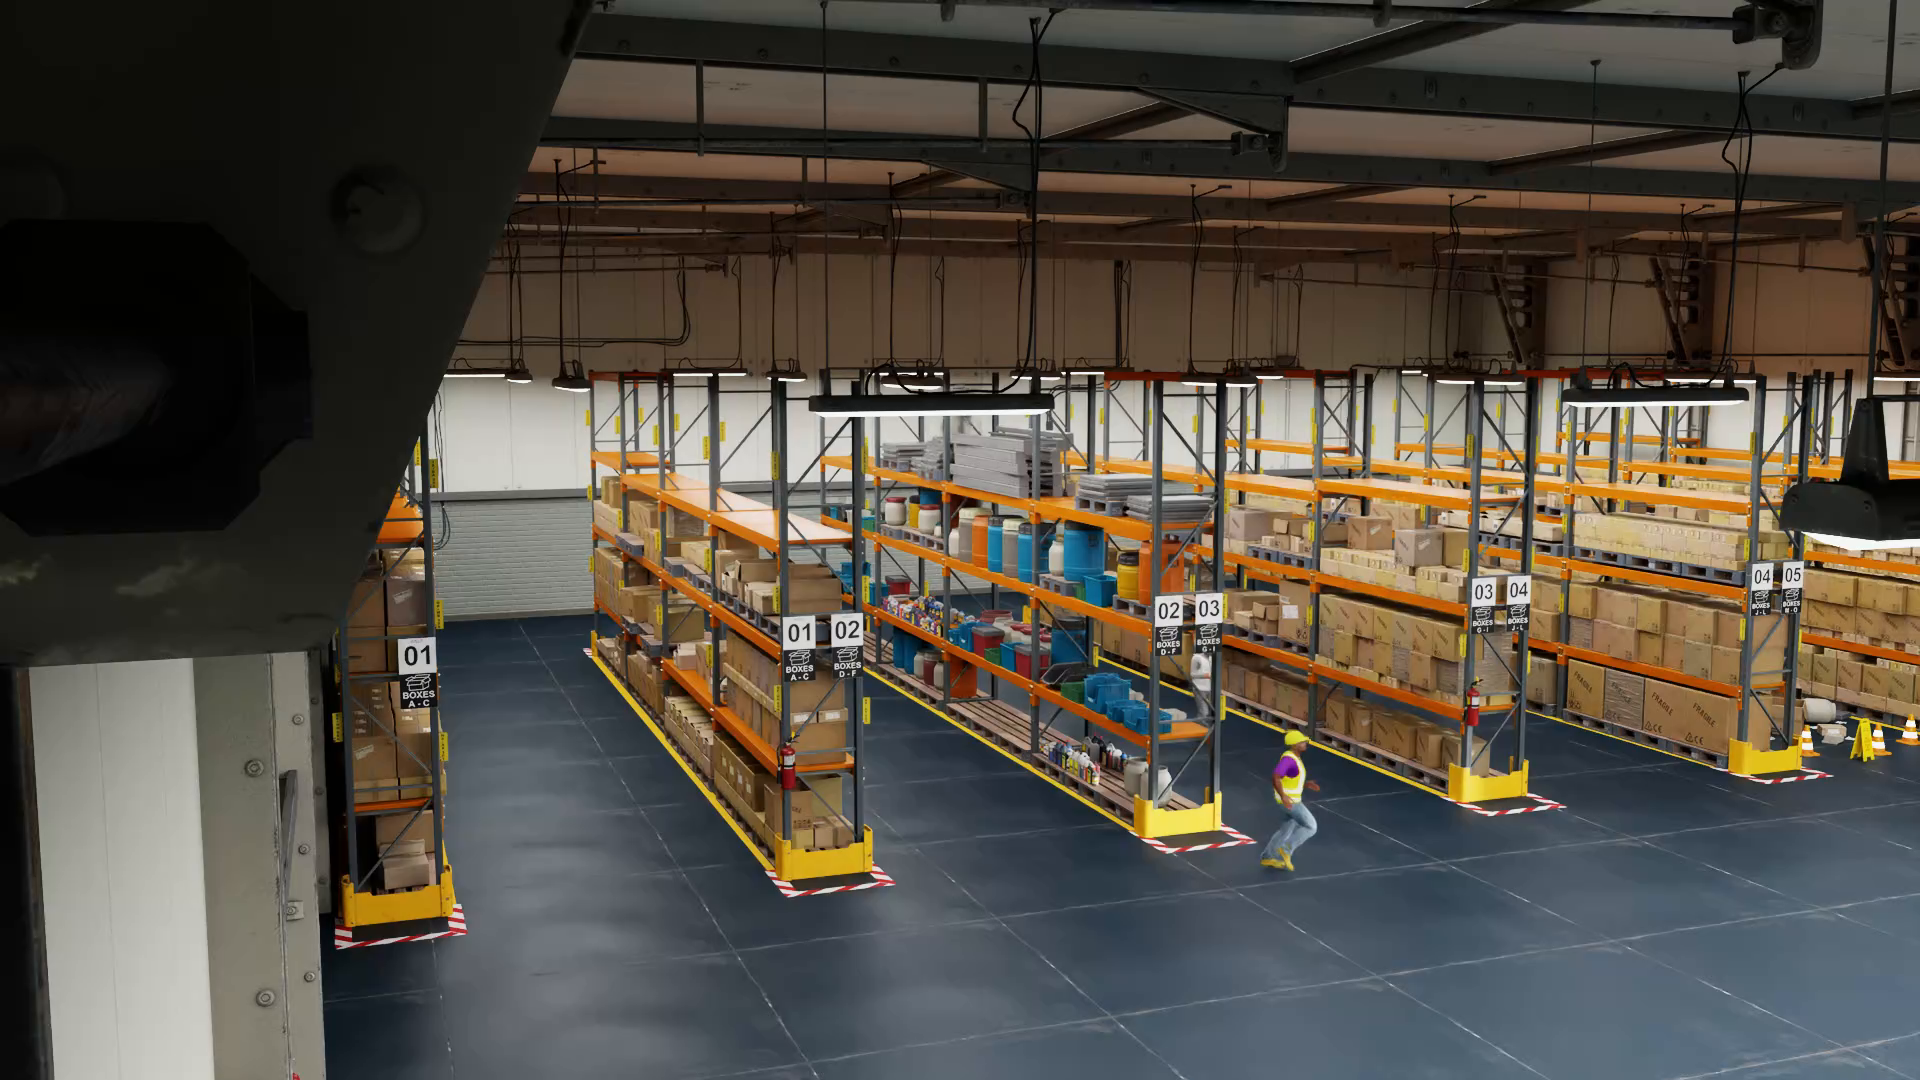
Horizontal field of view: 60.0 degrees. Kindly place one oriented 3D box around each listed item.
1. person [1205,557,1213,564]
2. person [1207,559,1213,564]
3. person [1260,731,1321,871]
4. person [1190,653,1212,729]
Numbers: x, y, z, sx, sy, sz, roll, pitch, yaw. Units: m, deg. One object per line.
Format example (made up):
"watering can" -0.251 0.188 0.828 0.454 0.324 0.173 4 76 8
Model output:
"person" 6.339 0.831 41.538 0.765 1.759 0.649 1 6 5
"person" 5.727 1.269 37.849 0.635 1.720 0.826 -2 7 -21
"person" 4.073 3.191 20.464 0.733 1.708 0.634 1 6 7
"person" 4.052 2.437 27.128 0.642 1.767 0.647 -3 7 -28
